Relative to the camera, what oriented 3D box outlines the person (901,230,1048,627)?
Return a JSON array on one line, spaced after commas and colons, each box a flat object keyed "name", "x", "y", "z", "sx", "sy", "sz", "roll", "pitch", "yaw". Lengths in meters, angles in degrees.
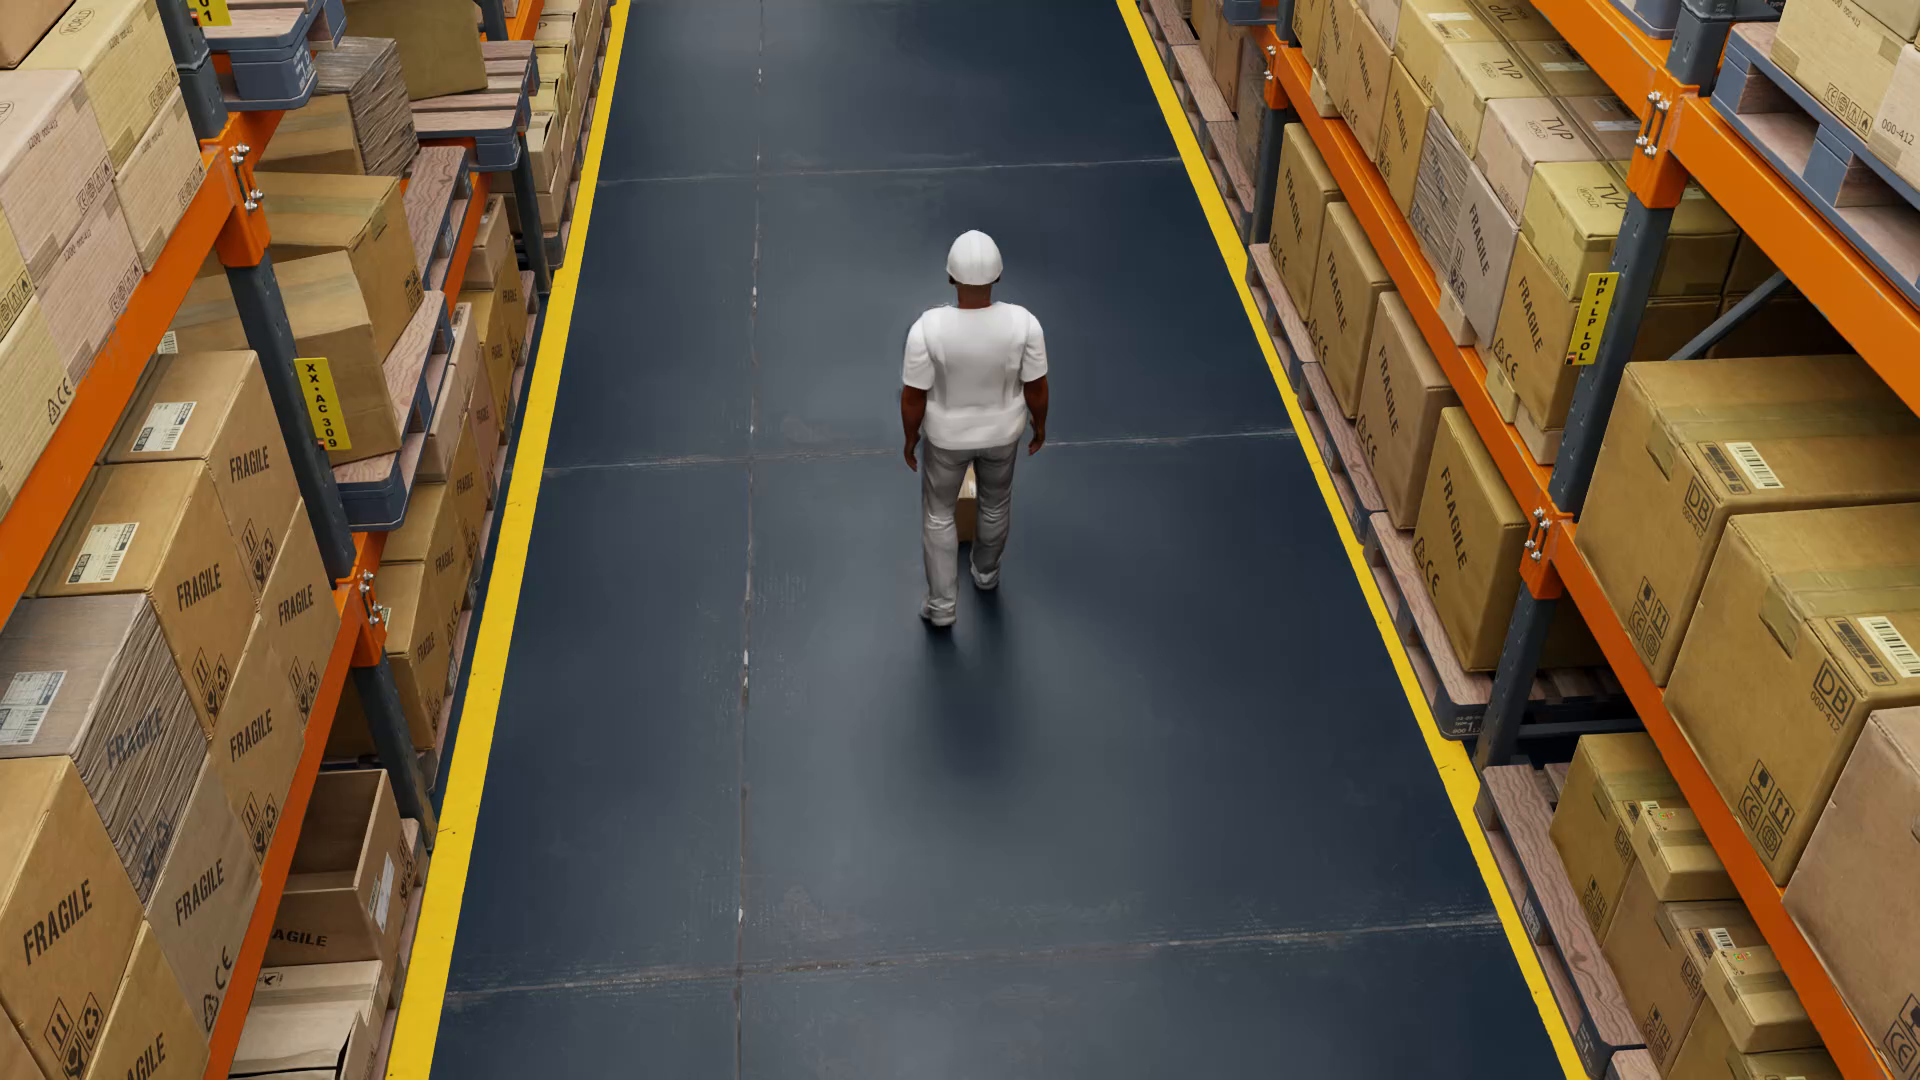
[{"name": "person", "x": 0.054, "y": -0.454, "z": 6.696, "sx": 0.589, "sy": 1.778, "sz": 0.616, "roll": -3, "pitch": 39, "yaw": -4}]
